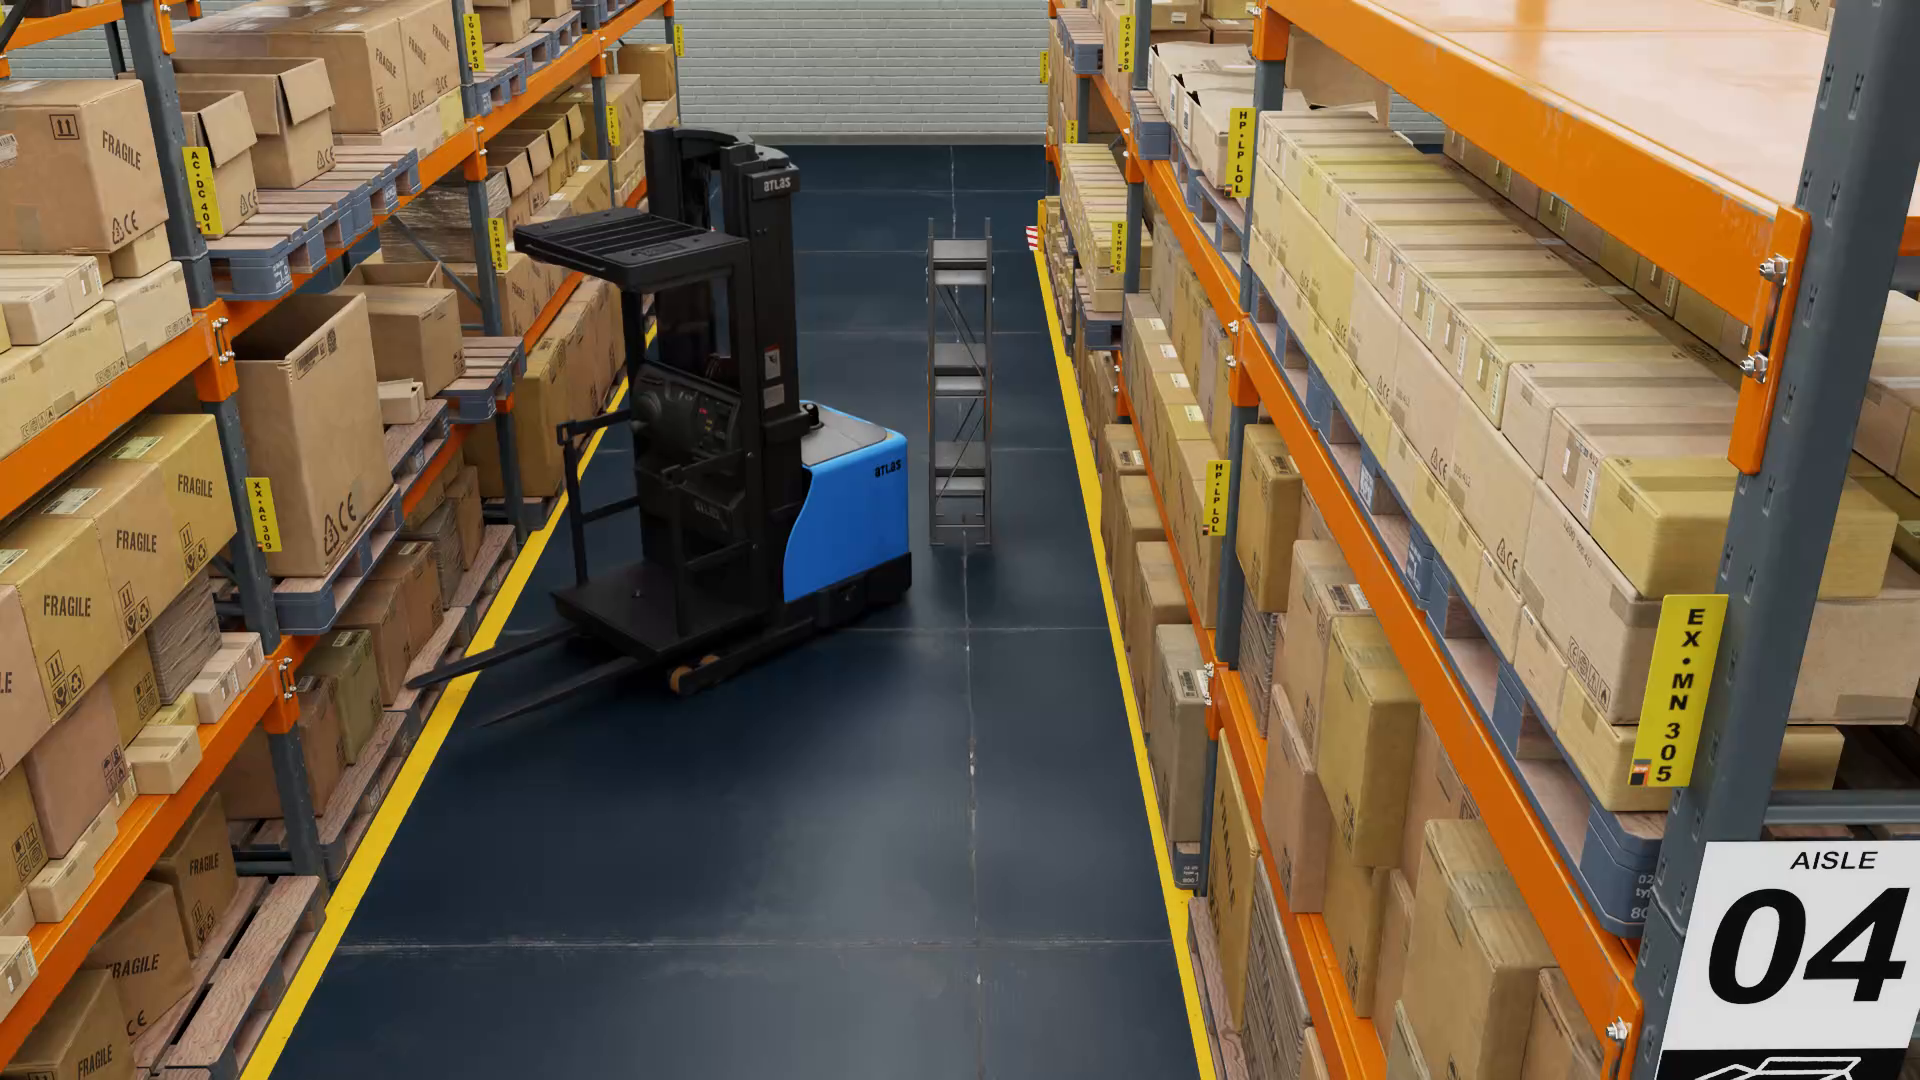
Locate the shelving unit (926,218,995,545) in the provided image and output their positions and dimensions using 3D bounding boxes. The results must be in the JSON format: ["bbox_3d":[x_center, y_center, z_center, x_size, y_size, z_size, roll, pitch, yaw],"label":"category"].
[{"bbox_3d":[-0.002,-1.025,10.968,0.431,2.100,0.503,0,24,-1],"label":"shelving unit"}]

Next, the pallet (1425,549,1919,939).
[{"bbox_3d":[1.599,0.334,3.339,1.003,0.211,1.213,0,24,-1],"label":"pallet"}]

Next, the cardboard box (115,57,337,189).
[{"bbox_3d":[-3.304,-1.889,7.512,0.797,0.503,0.637,1,24,2],"label":"cardboard box"}]

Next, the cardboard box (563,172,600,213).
[{"bbox_3d":[-3.197,-2.648,13.344,0.500,0.500,0.500,0,24,1],"label":"cardboard box"}]

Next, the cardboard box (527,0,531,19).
[{"bbox_3d":[-3.552,-4.063,12.552,0.500,0.311,0.500,-1,24,-2],"label":"cardboard box"}]

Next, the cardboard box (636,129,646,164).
[{"bbox_3d":[-3.229,-3.678,15.564,0.500,0.250,0.500,0,24,1],"label":"cardboard box"}]

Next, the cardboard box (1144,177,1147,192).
[{"bbox_3d":[1.693,-2.919,13.499,0.380,0.149,0.250,0,24,0],"label":"cardboard box"}]

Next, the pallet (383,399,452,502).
[{"bbox_3d":[-3.368,-0.447,8.831,1.003,0.211,1.213,0,24,-1],"label":"pallet"}]

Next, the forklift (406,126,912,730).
[{"bbox_3d":[-1.696,-0.699,9.240,1.130,2.935,3.031,22,32,40],"label":"forklift"}]

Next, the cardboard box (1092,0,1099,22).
[{"bbox_3d":[1.287,-4.133,12.706,0.500,0.311,0.500,-1,24,-1],"label":"cardboard box"}]

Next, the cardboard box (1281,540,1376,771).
[{"bbox_3d":[1.535,0.359,5.324,0.875,0.550,0.550,0,24,-1],"label":"cardboard box"}]

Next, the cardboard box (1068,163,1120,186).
[{"bbox_3d":[1.041,-2.839,12.960,0.380,0.149,0.250,-1,24,-1],"label":"cardboard box"}]

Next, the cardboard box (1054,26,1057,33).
[{"bbox_3d":[1.195,-4.869,16.681,0.500,0.500,0.500,0,24,1],"label":"cardboard box"}]

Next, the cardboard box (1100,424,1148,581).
[{"bbox_3d":[1.447,-0.245,10.373,1.050,0.750,0.750,-1,24,-1],"label":"cardboard box"}]

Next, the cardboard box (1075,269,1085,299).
[{"bbox_3d":[1.231,-2.067,13.794,0.500,0.250,0.500,-1,24,-3],"label":"cardboard box"}]

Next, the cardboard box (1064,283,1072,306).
[{"bbox_3d":[1.150,-2.246,15.166,0.380,0.149,0.250,-1,24,-3],"label":"cardboard box"}]

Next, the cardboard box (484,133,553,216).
[{"bbox_3d":[-3.440,-2.699,12.238,0.797,0.503,0.637,1,24,1],"label":"cardboard box"}]

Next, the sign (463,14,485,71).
[{"bbox_3d":[-2.888,-2.954,9.873,0.100,0.325,0.005,0,24,-1],"label":"sign"}]

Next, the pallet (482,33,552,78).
[{"bbox_3d":[-3.505,-3.356,11.620,1.003,0.211,1.213,1,24,2],"label":"pallet"}]

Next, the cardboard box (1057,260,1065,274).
[{"bbox_3d":[1.159,-2.665,16.451,0.380,0.149,0.250,0,24,-1],"label":"cardboard box"}]

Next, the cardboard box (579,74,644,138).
[{"bbox_3d":[-3.231,-4.023,15.415,0.500,0.500,0.500,-1,24,-2],"label":"cardboard box"}]

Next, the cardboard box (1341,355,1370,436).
[{"bbox_3d":[1.255,-0.393,4.513,0.380,0.149,0.250,0,24,0],"label":"cardboard box"}]

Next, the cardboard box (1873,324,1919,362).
[{"bbox_3d":[1.926,-0.338,3.424,0.380,0.149,0.250,0,24,0],"label":"cardboard box"}]

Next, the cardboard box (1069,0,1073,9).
[{"bbox_3d":[1.218,-4.684,14.508,0.500,0.250,0.500,0,24,-1],"label":"cardboard box"}]

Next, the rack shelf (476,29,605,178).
[{"bbox_3d":[-3.452,-3.213,11.947,1.077,0.370,4.000,0,24,-1],"label":"rack shelf"}]

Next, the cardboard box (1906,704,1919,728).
[{"bbox_3d":[1.931,0.229,3.137,0.380,0.149,0.250,0,24,0],"label":"cardboard box"}]

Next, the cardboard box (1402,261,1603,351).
[{"bbox_3d":[1.261,-0.548,3.887,0.380,0.149,0.250,-1,24,-1],"label":"cardboard box"}]

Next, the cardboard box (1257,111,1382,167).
[{"bbox_3d":[1.238,-1.383,5.734,0.380,0.149,0.250,0,24,0],"label":"cardboard box"}]

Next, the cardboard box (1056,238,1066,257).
[{"bbox_3d":[1.135,-2.825,16.083,0.380,0.149,0.250,-1,24,-2],"label":"cardboard box"}]

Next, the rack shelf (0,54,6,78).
[{"bbox_3d":[-8.405,-3.191,11.897,1.077,0.370,4.000,0,24,-1],"label":"rack shelf"}]

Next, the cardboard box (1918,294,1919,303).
[{"bbox_3d":[6.253,-1.580,10.112,0.500,0.500,0.500,-1,24,-2],"label":"cardboard box"}]

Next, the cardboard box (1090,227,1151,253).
[{"bbox_3d":[1.066,-1.982,11.065,0.380,0.149,0.250,-1,24,-1],"label":"cardboard box"}]

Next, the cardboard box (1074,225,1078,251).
[{"bbox_3d":[1.051,-2.249,12.378,0.380,0.149,0.250,-1,24,-3],"label":"cardboard box"}]

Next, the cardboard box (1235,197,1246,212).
[{"bbox_3d":[1.407,-1.508,6.855,0.500,0.250,0.500,0,24,0],"label":"cardboard box"}]

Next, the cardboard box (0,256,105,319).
[{"bbox_3d":[-3.093,-0.835,5.515,0.380,0.149,0.250,-1,24,-3],"label":"cardboard box"}]

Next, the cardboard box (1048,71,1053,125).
[{"bbox_3d":[1.172,-4.622,17.347,0.500,0.500,0.500,1,24,2],"label":"cardboard box"}]

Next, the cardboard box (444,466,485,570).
[{"bbox_3d":[-3.403,-0.135,10.409,0.700,0.500,0.500,-2,24,-3],"label":"cardboard box"}]

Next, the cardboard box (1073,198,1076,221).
[{"bbox_3d":[1.051,-2.486,12.541,0.380,0.149,0.250,-1,24,-1],"label":"cardboard box"}]

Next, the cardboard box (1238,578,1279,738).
[{"bbox_3d":[1.590,0.401,6.540,0.875,0.550,0.550,0,24,-1],"label":"cardboard box"}]

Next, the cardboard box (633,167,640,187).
[{"bbox_3d":[-3.155,-3.332,15.282,0.380,0.149,0.250,-1,24,-2],"label":"cardboard box"}]

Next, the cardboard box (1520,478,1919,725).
[{"bbox_3d":[1.333,0.095,2.950,0.500,0.250,0.500,0,24,0],"label":"cardboard box"}]

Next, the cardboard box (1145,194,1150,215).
[{"bbox_3d":[1.694,-2.683,13.338,0.380,0.149,0.250,0,24,-1],"label":"cardboard box"}]

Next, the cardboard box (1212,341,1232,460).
[{"bbox_3d":[1.555,-0.600,7.601,0.700,0.500,0.500,-1,24,-1],"label":"cardboard box"}]

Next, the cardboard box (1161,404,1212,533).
[{"bbox_3d":[1.290,-0.358,8.280,0.500,0.500,0.500,0,24,0],"label":"cardboard box"}]

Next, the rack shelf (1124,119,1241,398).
[{"bbox_3d":[1.552,-1.545,8.260,1.077,0.370,4.000,0,24,-1],"label":"rack shelf"}]

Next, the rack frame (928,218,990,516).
[{"bbox_3d":[-0.004,-1.125,11.190,0.400,2.100,0.015,0,24,-1],"label":"rack frame"}]

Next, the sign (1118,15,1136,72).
[{"bbox_3d":[0.988,-2.931,9.823,0.100,0.325,0.005,0,24,-1],"label":"sign"}]

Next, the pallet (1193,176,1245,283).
[{"bbox_3d":[1.515,-1.339,7.163,0.805,0.209,1.217,-1,24,-3],"label":"pallet"}]

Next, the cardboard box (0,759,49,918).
[{"bbox_3d":[-3.403,0.921,5.091,0.875,0.500,0.500,0,24,-1],"label":"cardboard box"}]

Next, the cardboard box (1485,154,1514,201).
[{"bbox_3d":[1.902,-1.178,5.280,0.380,0.149,0.250,0,24,-1],"label":"cardboard box"}]

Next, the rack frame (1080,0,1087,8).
[{"bbox_3d":[1.487,-5.712,12.960,1.000,3.000,0.127,0,24,-1],"label":"rack frame"}]

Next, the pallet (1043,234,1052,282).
[{"bbox_3d":[1.418,-2.990,17.605,1.003,0.211,1.213,0,24,-1],"label":"pallet"}]

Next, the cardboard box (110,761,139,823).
[{"bbox_3d":[-3.169,0.913,5.897,0.380,0.149,0.250,0,24,-1],"label":"cardboard box"}]

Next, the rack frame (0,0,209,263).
[{"bbox_3d":[-3.386,-2.435,5.714,1.000,3.000,0.127,0,24,-1],"label":"rack frame"}]

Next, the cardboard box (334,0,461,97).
[{"bbox_3d":[-3.175,-2.794,9.420,0.500,0.500,0.500,0,24,1],"label":"cardboard box"}]

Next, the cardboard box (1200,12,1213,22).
[{"bbox_3d":[1.778,-3.185,10.891,0.500,0.500,0.500,0,24,-1],"label":"cardboard box"}]
